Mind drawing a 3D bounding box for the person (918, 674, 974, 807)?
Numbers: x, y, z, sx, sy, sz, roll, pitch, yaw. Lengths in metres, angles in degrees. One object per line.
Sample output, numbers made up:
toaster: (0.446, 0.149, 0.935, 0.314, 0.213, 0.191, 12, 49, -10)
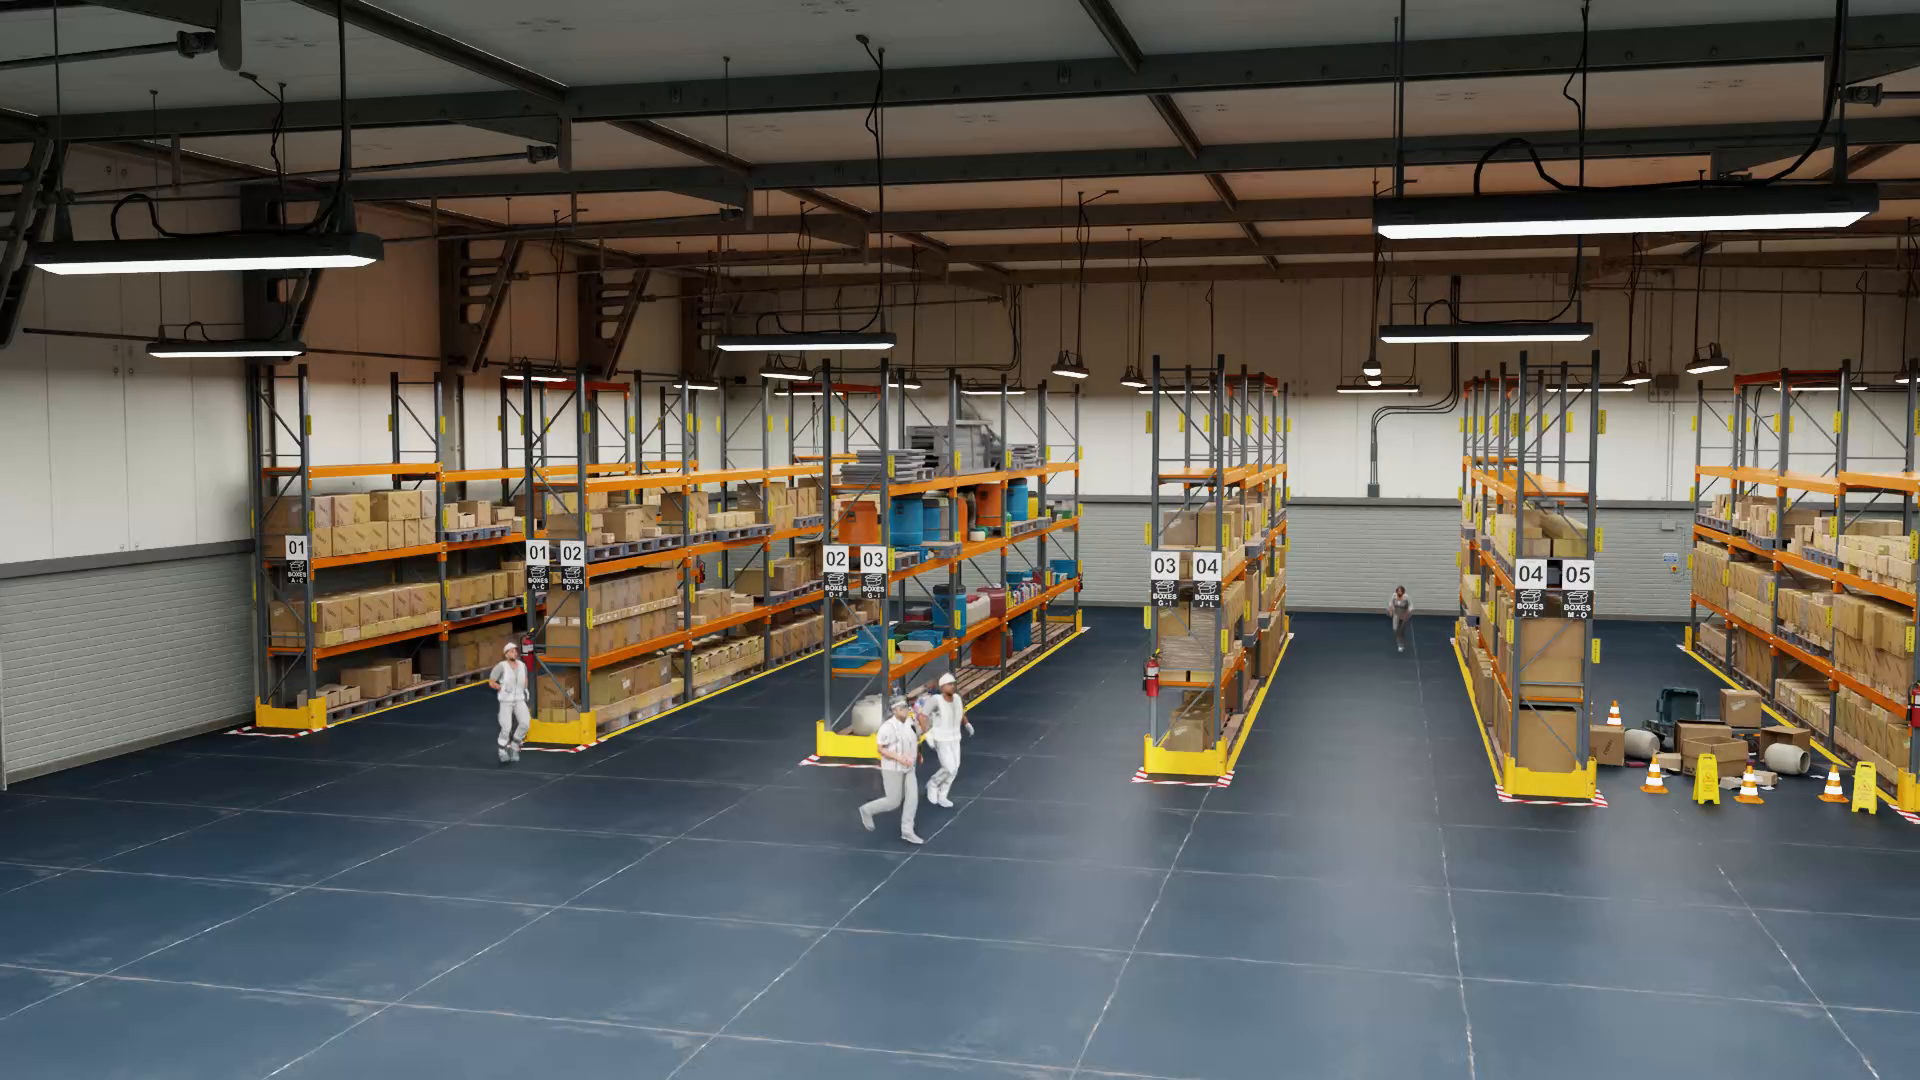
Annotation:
person: (-0.141, 2.625, 21.773, 0.690, 1.744, 0.581, -4, 6, -45)

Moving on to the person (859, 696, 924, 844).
person: (-0.777, 2.750, 20.104, 0.844, 1.786, 0.670, 3, 5, 38)

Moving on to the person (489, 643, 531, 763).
person: (-6.621, 2.412, 24.639, 0.666, 1.774, 0.586, -3, 5, -37)

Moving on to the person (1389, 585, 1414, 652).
person: (9.834, 1.733, 36.989, 0.543, 1.516, 0.900, 2, 4, 26)
